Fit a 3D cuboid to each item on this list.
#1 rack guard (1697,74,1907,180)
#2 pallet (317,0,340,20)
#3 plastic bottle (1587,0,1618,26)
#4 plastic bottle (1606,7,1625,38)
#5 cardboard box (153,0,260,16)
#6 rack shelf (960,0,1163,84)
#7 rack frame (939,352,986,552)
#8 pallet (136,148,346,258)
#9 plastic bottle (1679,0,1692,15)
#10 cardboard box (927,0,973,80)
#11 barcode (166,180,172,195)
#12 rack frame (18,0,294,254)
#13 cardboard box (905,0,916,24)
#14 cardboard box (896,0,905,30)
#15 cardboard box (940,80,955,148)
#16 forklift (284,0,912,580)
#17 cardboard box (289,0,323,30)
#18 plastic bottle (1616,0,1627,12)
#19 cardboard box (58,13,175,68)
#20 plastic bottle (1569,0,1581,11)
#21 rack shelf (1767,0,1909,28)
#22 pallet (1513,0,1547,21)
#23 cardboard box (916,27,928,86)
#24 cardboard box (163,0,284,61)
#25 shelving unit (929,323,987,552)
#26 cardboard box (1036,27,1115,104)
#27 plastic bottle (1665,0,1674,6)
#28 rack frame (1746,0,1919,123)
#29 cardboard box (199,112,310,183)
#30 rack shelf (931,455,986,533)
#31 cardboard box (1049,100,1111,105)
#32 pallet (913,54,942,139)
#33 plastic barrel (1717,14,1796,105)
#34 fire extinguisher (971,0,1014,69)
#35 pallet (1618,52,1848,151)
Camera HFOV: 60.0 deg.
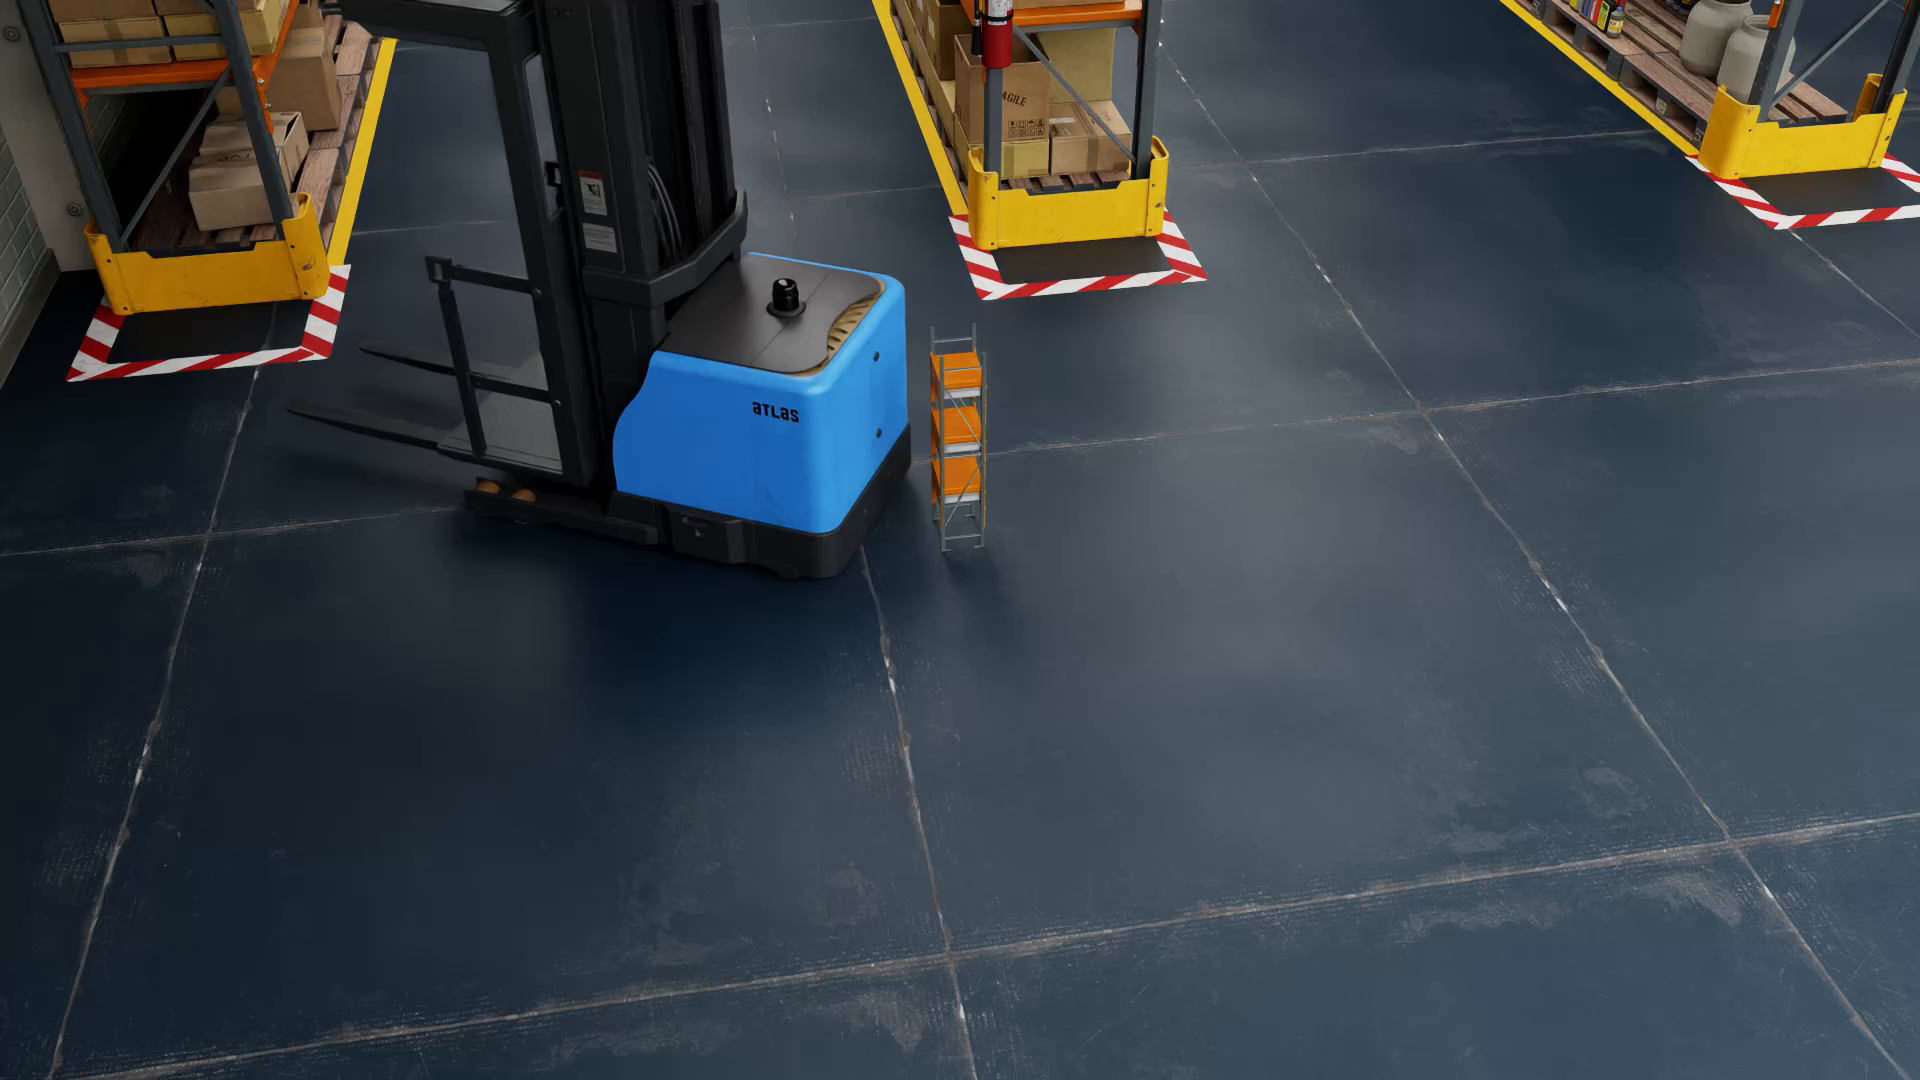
[{"bbox_3d":[5.459,-2.687,10.801,1.175,0.500,0.348,-6,38,-8],"label":"rack guard"},{"bbox_3d":[-5.074,-4.352,13.180,1.003,0.211,1.213,-6,38,-8],"label":"pallet"},{"bbox_3d":[4.748,-3.949,12.249,0.152,0.276,0.135,-6,38,-8],"label":"plastic bottle"},{"bbox_3d":[4.765,-3.764,12.072,0.097,0.201,0.097,0,38,0],"label":"plastic bottle"},{"bbox_3d":[-4.023,-3.133,8.833,0.500,0.500,0.500,-6,38,-8],"label":"cardboard box"},{"bbox_3d":[0.291,-4.027,11.074,1.077,0.370,4.000,-6,38,-8],"label":"rack shelf"},{"bbox_3d":[0.012,-0.373,7.375,0.200,1.050,0.008,-6,38,-8],"label":"rack frame"},{"bbox_3d":[-4.356,-2.007,10.161,1.003,0.211,1.213,-6,38,-8],"label":"pallet"},{"bbox_3d":[5.448,-4.065,12.403,0.097,0.271,0.097,0,38,0],"label":"plastic bottle"},{"bbox_3d":[0.065,-3.373,10.934,0.500,0.500,0.500,-6,38,-8],"label":"cardboard box"},{"bbox_3d":[-4.665,-2.079,9.806,0.001,0.075,0.075,-6,38,-8],"label":"barcode"},{"bbox_3d":[-4.235,-2.568,8.610,1.000,3.000,0.127,-6,38,-8],"label":"rack frame"},{"bbox_3d":[-0.111,-3.977,11.712,0.500,0.500,0.500,-6,38,-8],"label":"cardboard box"},{"bbox_3d":[-0.194,-3.983,12.331,0.500,0.250,0.500,-6,38,-8],"label":"cardboard box"},{"bbox_3d":[0.157,-2.775,10.776,0.500,0.250,0.500,-6,38,-8],"label":"cardboard box"},{"bbox_3d":[-1.810,-1.523,7.321,3.031,2.935,1.130,12,39,15],"label":"forklift"},{"bbox_3d":[-4.715,-3.548,11.550,0.500,0.500,0.500,-9,39,-11],"label":"cardboard box"},{"bbox_3d":[4.853,-3.963,12.262,0.061,0.283,0.133,-6,38,-8],"label":"plastic bottle"},{"bbox_3d":[-4.508,-2.778,8.986,0.500,0.250,0.500,-6,38,-7],"label":"cardboard box"},{"bbox_3d":[4.691,-4.161,12.462,0.144,0.351,0.185,-5,38,-6],"label":"plastic bottle"},{"bbox_3d":[5.168,-4.557,11.757,1.077,0.370,4.000,-6,38,-8],"label":"rack shelf"},{"bbox_3d":[4.894,-4.538,13.419,1.003,0.211,1.213,-6,38,-8],"label":"pallet"},{"bbox_3d":[-0.018,-3.379,11.554,0.500,0.250,0.500,-6,38,-8],"label":"cardboard box"},{"bbox_3d":[-4.008,-2.845,9.073,0.500,0.250,0.500,-7,38,-9],"label":"cardboard box"},{"bbox_3d":[-0.009,-0.447,7.470,0.215,1.050,0.252,-6,38,-8],"label":"shelving unit"},{"bbox_3d":[0.677,-3.128,10.619,0.500,0.500,0.500,-6,38,-8],"label":"cardboard box"},{"bbox_3d":[5.413,-4.158,12.579,0.097,0.201,0.097,0,38,0],"label":"plastic bottle"},{"bbox_3d":[5.519,-3.633,9.982,1.000,3.000,0.127,-6,38,-8],"label":"rack frame"},{"bbox_3d":[-4.367,-2.451,10.293,0.500,0.311,0.500,-3,38,-4],"label":"cardboard box"},{"bbox_3d":[-0.009,-0.219,7.647,0.215,0.259,0.240,-6,38,-8],"label":"rack shelf"},{"bbox_3d":[0.675,-2.832,10.849,0.500,0.250,0.500,-6,38,-8],"label":"cardboard box"},{"bbox_3d":[0.256,-3.194,11.689,1.003,0.211,1.213,-6,38,-8],"label":"pallet"},{"bbox_3d":[5.328,-3.206,11.117,0.421,0.512,0.421,0,38,0],"label":"plastic barrel"},{"bbox_3d":[0.205,-2.951,9.166,0.296,0.674,0.183,-6,38,-8],"label":"fire extinguisher"},{"bbox_3d":[5.322,-3.064,11.522,1.003,0.211,1.213,-6,38,-8],"label":"pallet"}]
